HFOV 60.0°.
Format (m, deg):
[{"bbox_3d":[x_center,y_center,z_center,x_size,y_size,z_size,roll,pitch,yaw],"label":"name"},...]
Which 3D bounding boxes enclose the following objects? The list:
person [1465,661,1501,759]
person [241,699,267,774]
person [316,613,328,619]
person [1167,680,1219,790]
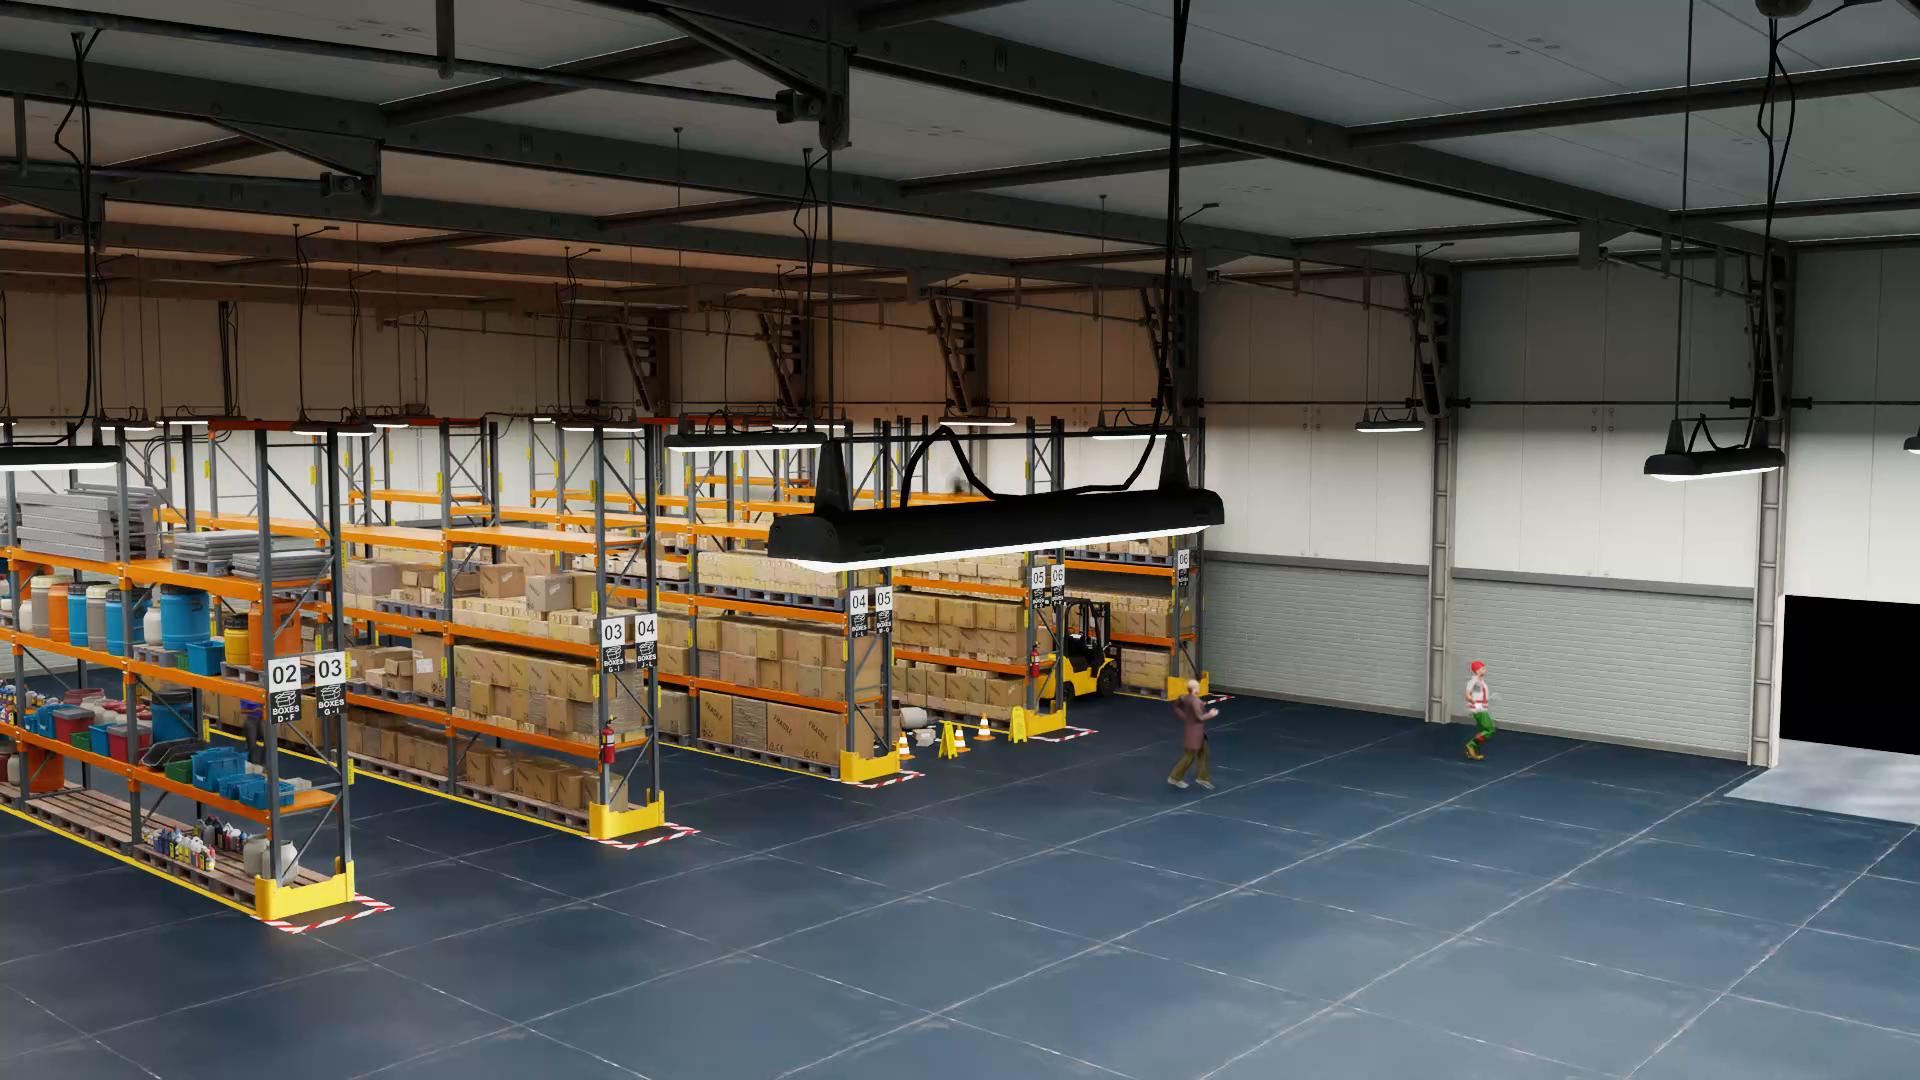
[{"bbox_3d":[9.230,3.008,29.339,0.584,1.742,0.643,2,5,22],"label":"person"},{"bbox_3d":[-11.972,3.163,28.324,0.681,1.699,0.553,4,6,37],"label":"person"},{"bbox_3d":[-15.039,2.323,38.853,0.643,1.523,0.848,4,6,39],"label":"person"},{"bbox_3d":[3.795,3.190,27.055,0.806,1.841,0.692,0,5,-3],"label":"person"}]
